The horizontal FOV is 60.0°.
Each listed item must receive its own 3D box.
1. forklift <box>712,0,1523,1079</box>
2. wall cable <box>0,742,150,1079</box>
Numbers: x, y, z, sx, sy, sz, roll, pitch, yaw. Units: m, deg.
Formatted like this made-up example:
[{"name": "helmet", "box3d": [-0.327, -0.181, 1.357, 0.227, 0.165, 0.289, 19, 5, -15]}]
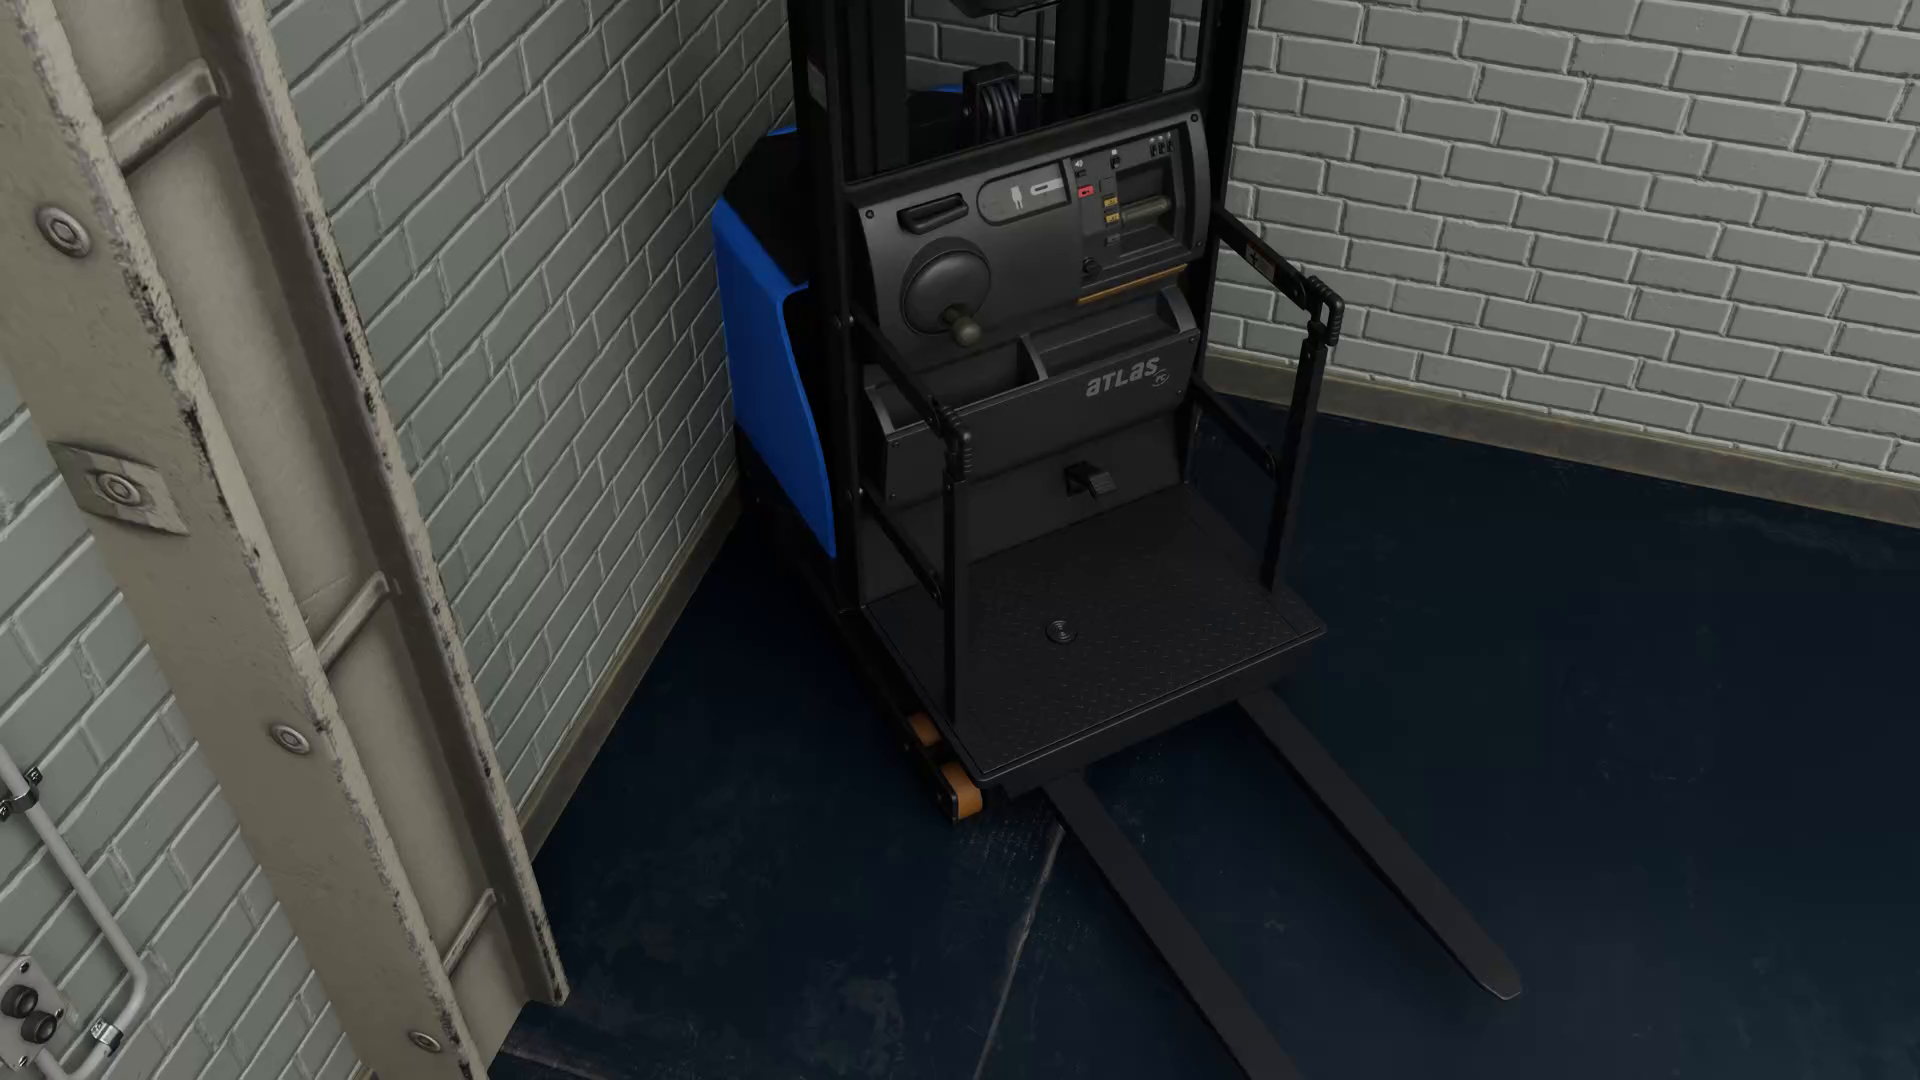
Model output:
[{"name": "forklift", "box3d": [0.298, -0.662, 3.831, 1.130, 2.935, 3.031, -21, 48, -20]}, {"name": "wall cable", "box3d": [-1.675, 0.702, 1.662, 0.084, 1.984, 1.851, 13, 46, 13]}]
